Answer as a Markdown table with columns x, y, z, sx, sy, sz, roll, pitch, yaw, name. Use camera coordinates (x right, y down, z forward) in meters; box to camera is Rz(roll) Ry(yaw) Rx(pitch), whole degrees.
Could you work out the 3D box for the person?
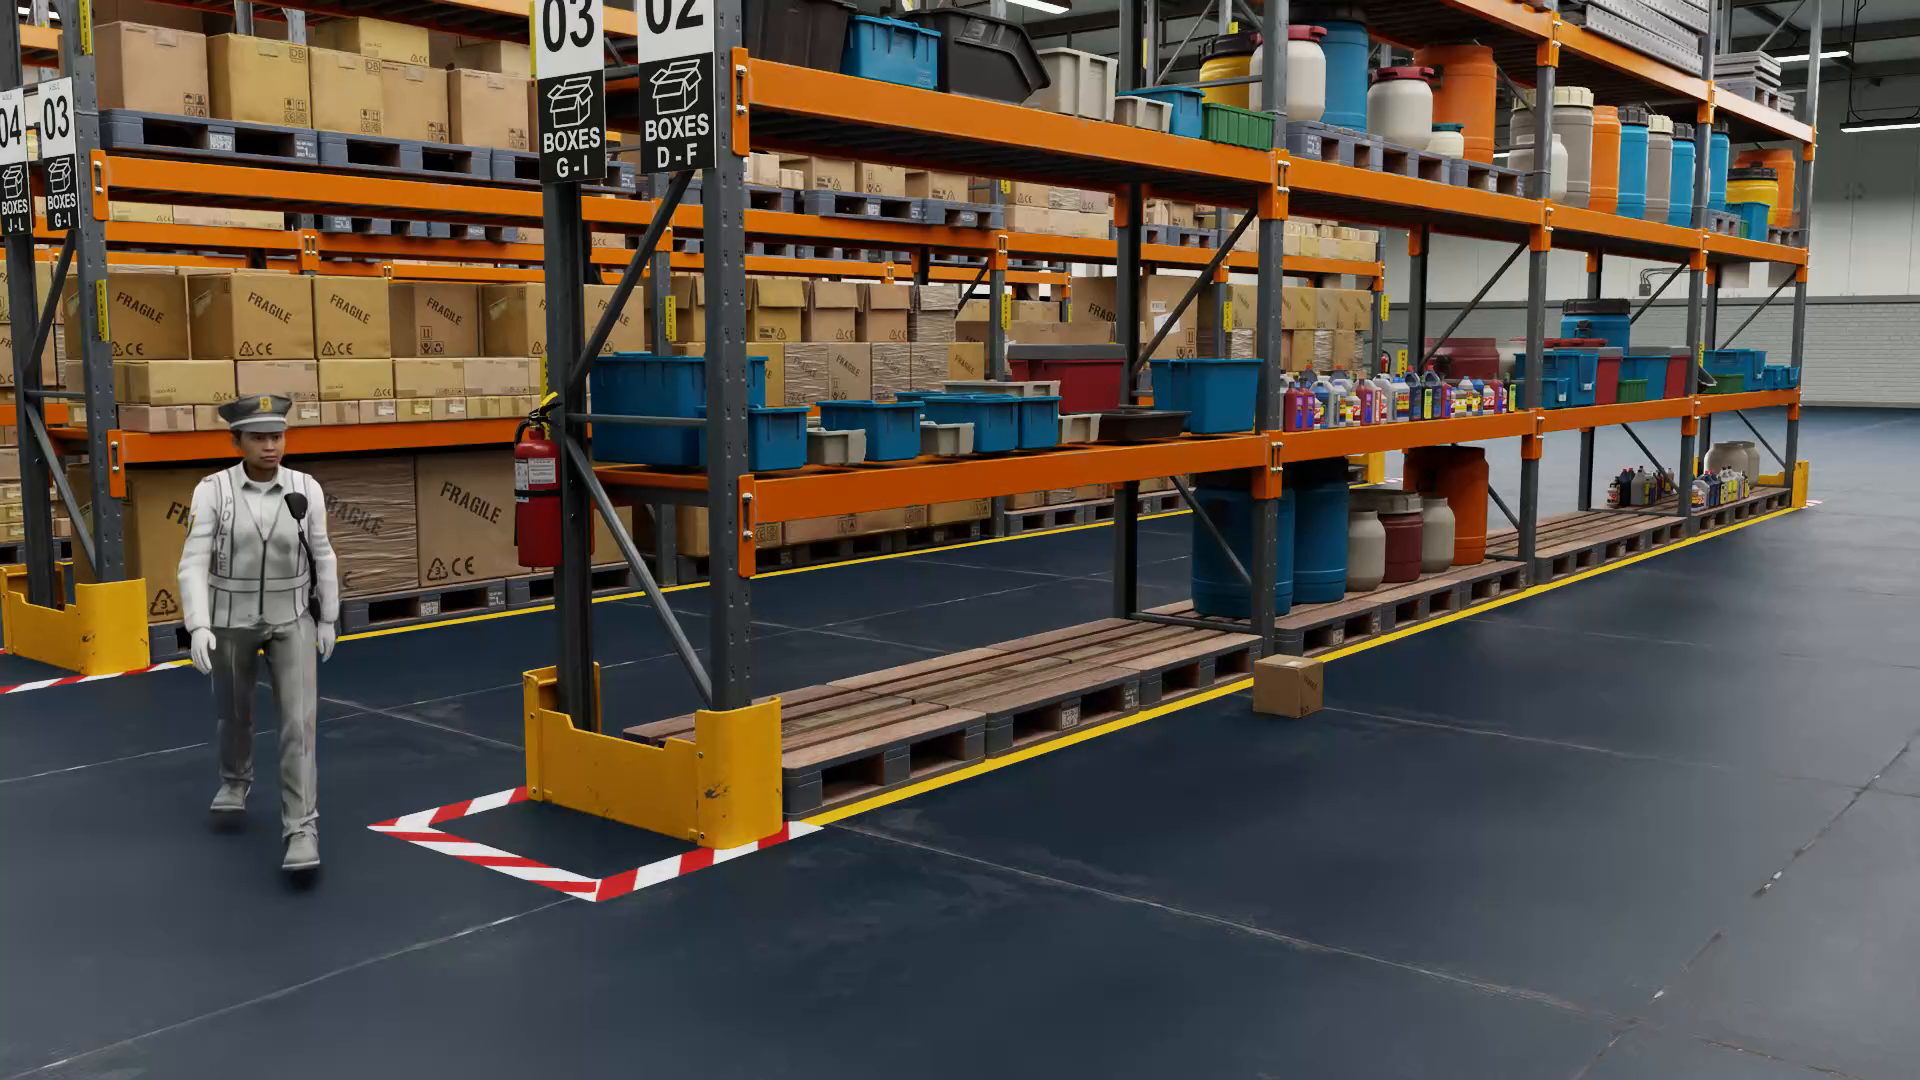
| x | y | z | sx | sy | sz | roll | pitch | yaw | name |
| --- | --- | --- | --- | --- | --- | --- | --- | --- | --- |
| -2.457 | 0.281 | 5.857 | 0.526 | 1.596 | 1.103 | -3 | 7 | -25 | person |
